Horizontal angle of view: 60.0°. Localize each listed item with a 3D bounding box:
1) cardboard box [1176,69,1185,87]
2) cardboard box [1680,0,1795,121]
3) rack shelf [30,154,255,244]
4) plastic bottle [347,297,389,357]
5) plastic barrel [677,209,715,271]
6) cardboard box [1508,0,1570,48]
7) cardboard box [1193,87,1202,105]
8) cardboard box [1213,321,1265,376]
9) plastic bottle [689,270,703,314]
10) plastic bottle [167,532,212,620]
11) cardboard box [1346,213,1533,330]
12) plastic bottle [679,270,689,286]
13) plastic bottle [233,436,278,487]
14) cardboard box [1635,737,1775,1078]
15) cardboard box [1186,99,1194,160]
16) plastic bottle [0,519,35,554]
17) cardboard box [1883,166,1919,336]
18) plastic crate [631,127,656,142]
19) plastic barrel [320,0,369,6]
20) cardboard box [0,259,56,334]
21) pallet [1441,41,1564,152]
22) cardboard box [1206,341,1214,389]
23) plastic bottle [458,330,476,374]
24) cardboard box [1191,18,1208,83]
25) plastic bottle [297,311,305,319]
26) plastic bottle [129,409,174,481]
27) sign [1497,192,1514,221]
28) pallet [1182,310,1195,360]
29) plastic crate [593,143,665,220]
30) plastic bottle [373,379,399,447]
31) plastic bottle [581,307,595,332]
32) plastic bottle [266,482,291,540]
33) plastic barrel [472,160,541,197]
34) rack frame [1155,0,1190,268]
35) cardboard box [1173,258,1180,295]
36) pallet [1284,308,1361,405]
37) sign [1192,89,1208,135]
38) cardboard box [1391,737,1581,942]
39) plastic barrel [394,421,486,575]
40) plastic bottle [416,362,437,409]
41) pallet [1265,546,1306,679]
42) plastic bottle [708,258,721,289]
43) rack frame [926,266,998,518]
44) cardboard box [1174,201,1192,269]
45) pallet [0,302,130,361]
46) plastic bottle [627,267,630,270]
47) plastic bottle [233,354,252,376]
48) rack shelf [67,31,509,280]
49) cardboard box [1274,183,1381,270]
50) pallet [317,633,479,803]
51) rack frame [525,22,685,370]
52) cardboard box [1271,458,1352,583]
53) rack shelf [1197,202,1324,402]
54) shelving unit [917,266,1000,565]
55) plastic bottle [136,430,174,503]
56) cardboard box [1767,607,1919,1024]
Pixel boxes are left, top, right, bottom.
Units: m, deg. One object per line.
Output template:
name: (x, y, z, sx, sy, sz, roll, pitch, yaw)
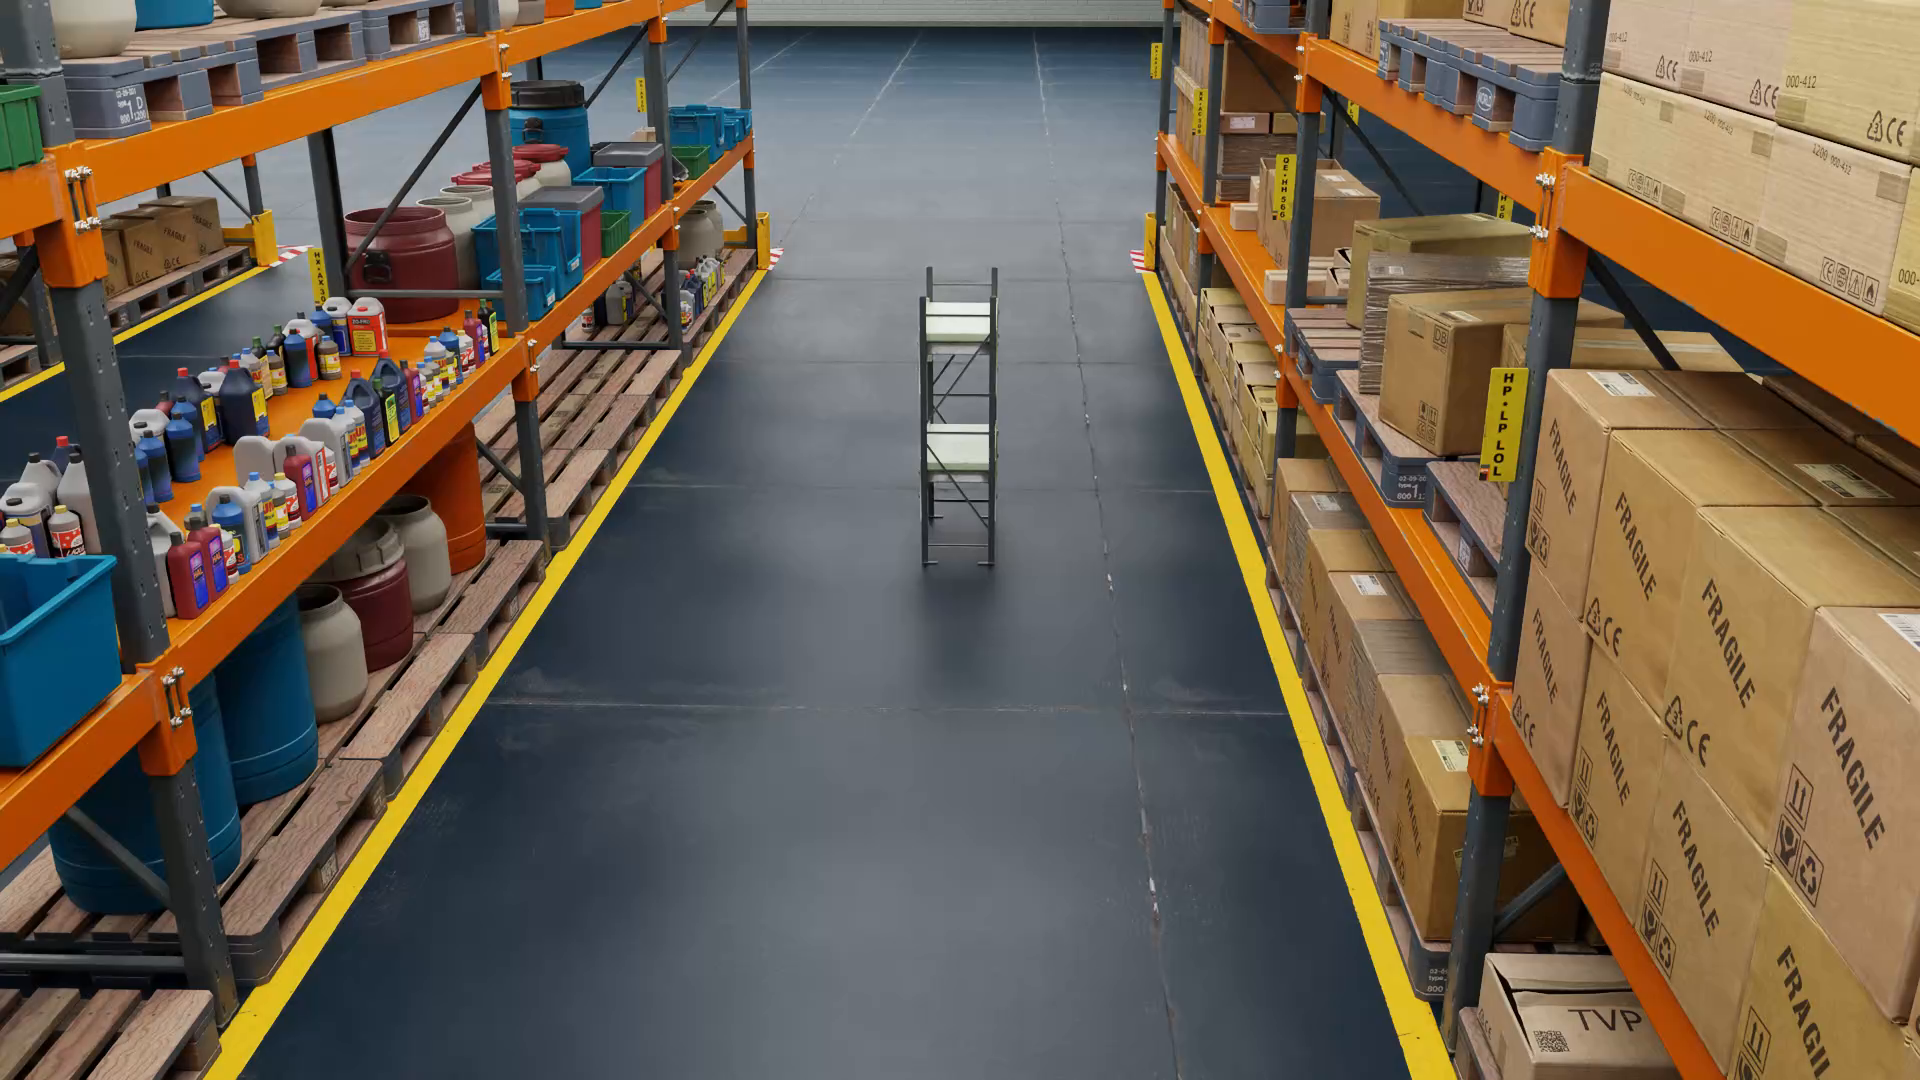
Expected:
cardboard box: (2.190, -4.225, 15.237, 0.380, 0.149, 0.250, 0, 21, 0)
cardboard box: (1.781, -0.980, 3.278, 0.500, 0.250, 0.500, 1, 21, 2)
rack shelf: (-7.540, -3.163, 14.529, 1.077, 0.370, 4.000, 1, 21, 2)
plastic bottle: (-2.956, -1.062, 8.291, 0.152, 0.276, 0.135, 1, 21, 2)
plastic barrel: (-2.487, -2.783, 15.413, 0.421, 0.512, 0.421, 0, 21, 0)
cardboard box: (2.144, -1.883, 5.232, 0.600, 0.600, 0.600, 0, 21, 1)
cardboard box: (2.140, -3.670, 13.805, 0.380, 0.149, 0.250, 1, 21, 3)
cardboard box: (2.004, -1.326, 11.244, 0.500, 0.311, 0.500, 0, 21, 0)
plastic bottle: (-2.205, -2.047, 13.710, 0.144, 0.351, 0.185, 0, 21, -1)
plastic bottle: (-2.456, 0.098, 5.290, 0.061, 0.283, 0.133, 1, 21, 2)
cardboard box: (2.273, -1.232, 7.839, 0.700, 0.500, 0.500, -7, 22, -16)
plastic bottle: (-2.341, -2.158, 14.101, 0.152, 0.276, 0.135, 1, 21, 2)
plastic bottle: (-2.622, -0.270, 6.250, 0.152, 0.276, 0.135, 1, 21, 2)
cardboard box: (1.740, 0.728, 3.367, 0.500, 0.500, 0.500, 1, 21, 1)
cardboard box: (2.363, -3.620, 14.573, 0.700, 0.500, 0.500, 1, 21, 2)
plastic bottle: (-3.164, 0.028, 5.583, 0.097, 0.201, 0.097, 0, 21, 0)
cardboard box: (1.748, -0.386, 2.436, 0.500, 0.250, 0.500, 1, 21, 2)
plastic crate: (-2.877, -3.724, 15.345, 0.298, 0.136, 0.250, 1, 21, 2)
plastic barrel: (-2.658, -2.415, 7.070, 0.301, 0.262, 0.301, 0, 21, 0)
cardboard box: (-7.549, -1.950, 13.283, 0.500, 0.500, 0.500, 0, 21, 0)
pallet: (2.147, -1.318, 4.893, 1.213, 0.211, 1.003, 1, 21, 2)
cardboard box: (2.024, -1.251, 11.827, 0.500, 0.250, 0.500, 1, 21, 3)
plastic bottle: (-2.386, -0.906, 7.992, 0.097, 0.201, 0.097, 0, 21, 0)
cardboard box: (2.369, -4.202, 14.281, 0.700, 0.500, 0.500, 1, 21, 2)
plastic bottle: (-3.164, -0.949, 7.989, 0.061, 0.283, 0.133, 1, 21, 2)
plastic bottle: (-3.167, -0.363, 6.490, 0.152, 0.276, 0.135, 1, 21, 2)
sign: (2.722, -1.719, 8.321, 0.100, 0.325, 0.005, 1, 21, 2)
pallet: (2.367, -1.652, 13.495, 1.003, 0.211, 1.213, 1, 21, 2)
plastic crate: (-2.359, -2.572, 11.923, 0.402, 0.464, 0.583, 1, 21, 2)
plastic bottle: (-2.402, -0.541, 6.938, 0.061, 0.283, 0.133, 1, 21, 2)
plastic bottle: (-2.951, -1.756, 13.168, 0.097, 0.201, 0.097, 0, 21, 0)
plastic bottle: (-2.454, -0.108, 5.935, 0.097, 0.201, 0.097, 0, 21, 0)
plastic barrel: (-2.921, -2.175, 10.801, 0.433, 0.535, 0.433, 0, 21, 0)
rack frame: (2.422, -4.111, 15.978, 1.000, 3.000, 0.127, 1, 21, 2)
cardboard box: (2.137, -2.291, 14.508, 0.500, 0.250, 0.500, 1, 21, 2)
pallet: (2.229, -0.883, 7.924, 1.213, 0.211, 1.003, 1, 21, 2)
sign: (1.746, -3.111, 12.094, 0.100, 0.325, 0.005, 1, 21, 2)
cardboard box: (1.786, 1.006, 5.636, 0.500, 0.500, 0.500, 1, 21, 1)
plastic barrel: (-2.770, -0.282, 8.527, 0.600, 0.830, 0.708, 1, 21, 2)
plastic bottle: (-2.404, -0.695, 7.448, 0.097, 0.201, 0.097, 0, 21, 0)
pallet: (2.119, 0.351, 8.333, 1.003, 0.211, 1.213, 1, 21, 2)
plastic bottle: (-2.181, -2.343, 14.577, 0.152, 0.276, 0.135, 1, 21, 2)
rack frame: (0.011, -0.834, 9.605, 0.400, 1.500, 0.023, 1, 21, 2)
cardboard box: (2.136, -2.641, 14.373, 0.500, 0.500, 0.500, 1, 21, 2)
pallet: (-7.616, -1.719, 13.666, 1.003, 0.211, 1.213, 1, 21, 2)
plastic bottle: (-2.909, -2.288, 14.443, 0.097, 0.271, 0.097, 0, 21, 0)
plastic bottle: (-3.167, -0.686, 7.328, 0.097, 0.271, 0.097, 0, 21, 0)
rack shelf: (-2.833, -1.614, 6.391, 1.077, 0.370, 4.000, 1, 21, 2)
cardboard box: (2.214, -1.872, 10.069, 0.500, 0.500, 0.500, 0, 21, -1)
pallet: (-2.794, 0.751, 7.302, 1.003, 0.211, 1.213, 1, 21, 2)
rack frame: (-2.650, -2.721, 12.394, 1.000, 3.000, 0.127, 1, 21, 2)
cardboard box: (1.880, -0.097, 8.480, 0.500, 0.500, 0.500, 2, 21, 4)
rack shelf: (2.240, -1.606, 10.517, 1.077, 0.370, 4.000, 1, 21, 2)
shelving unit: (0.000, -0.702, 9.264, 0.431, 1.500, 0.755, 1, 21, 2)
plastic bottle: (-3.049, -0.283, 6.289, 0.097, 0.271, 0.097, 0, 21, 0)
cardboard box: (1.716, 0.441, 2.725, 0.500, 0.500, 0.500, 1, 21, 3)
